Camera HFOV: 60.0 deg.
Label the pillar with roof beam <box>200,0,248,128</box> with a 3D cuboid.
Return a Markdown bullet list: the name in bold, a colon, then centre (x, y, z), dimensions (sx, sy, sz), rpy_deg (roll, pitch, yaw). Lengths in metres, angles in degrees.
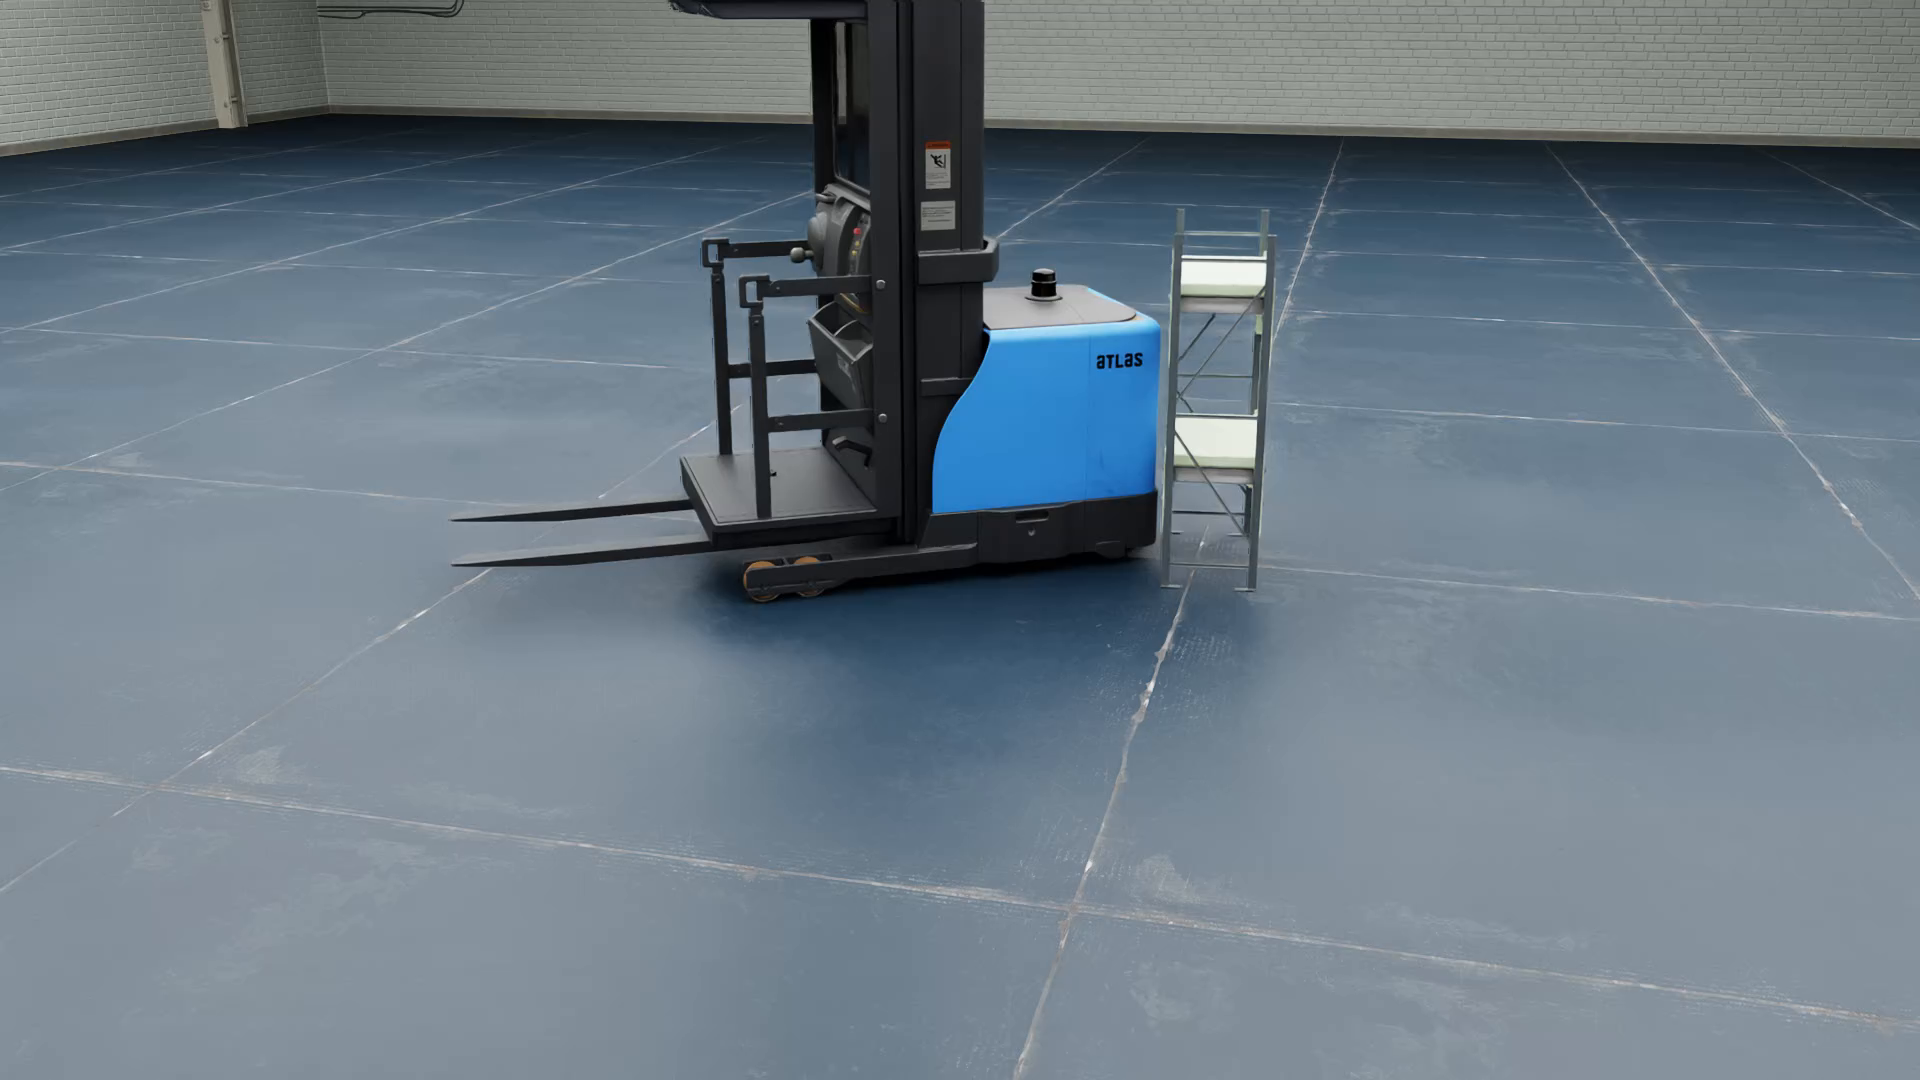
- **pillar with roof beam**: centre (-8.138, -10.911, 25.709), dimensions (9.100, 9.000, 0.400), rpy_deg (5, 19, 13)

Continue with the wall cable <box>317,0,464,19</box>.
- **wall cable**: centre (-10.310, -10.600, 29.604), dimensions (3.097, 2.526, 0.112), rpy_deg (5, 19, 13)

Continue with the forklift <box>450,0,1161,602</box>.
- **forklift**: centre (-0.696, -1.320, 7.016), dimensions (3.031, 2.935, 1.130), rpy_deg (-6, 20, -16)

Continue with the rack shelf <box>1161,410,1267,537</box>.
- **rack shelf**: centre (1.105, -0.311, 7.283), dimensions (0.431, 0.370, 0.720), rpy_deg (2, 19, 7)

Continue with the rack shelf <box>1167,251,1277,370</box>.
- **rack shelf**: centre (1.103, -0.988, 7.051), dimensions (0.431, 0.370, 0.720), rpy_deg (2, 19, 7)

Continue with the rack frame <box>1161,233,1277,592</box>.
- **rack frame**: centre (1.054, -0.502, 6.834), dimensions (0.400, 1.500, 0.023), rpy_deg (2, 19, 7)

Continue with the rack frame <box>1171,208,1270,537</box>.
- **rack frame**: centre (1.154, -0.737, 7.520), dimensions (0.400, 1.500, 0.023), rpy_deg (2, 19, 7)

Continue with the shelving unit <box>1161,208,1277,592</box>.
- **shelving unit**: centre (1.104, -0.619, 7.177), dimensions (0.431, 1.500, 0.755), rpy_deg (2, 19, 7)
